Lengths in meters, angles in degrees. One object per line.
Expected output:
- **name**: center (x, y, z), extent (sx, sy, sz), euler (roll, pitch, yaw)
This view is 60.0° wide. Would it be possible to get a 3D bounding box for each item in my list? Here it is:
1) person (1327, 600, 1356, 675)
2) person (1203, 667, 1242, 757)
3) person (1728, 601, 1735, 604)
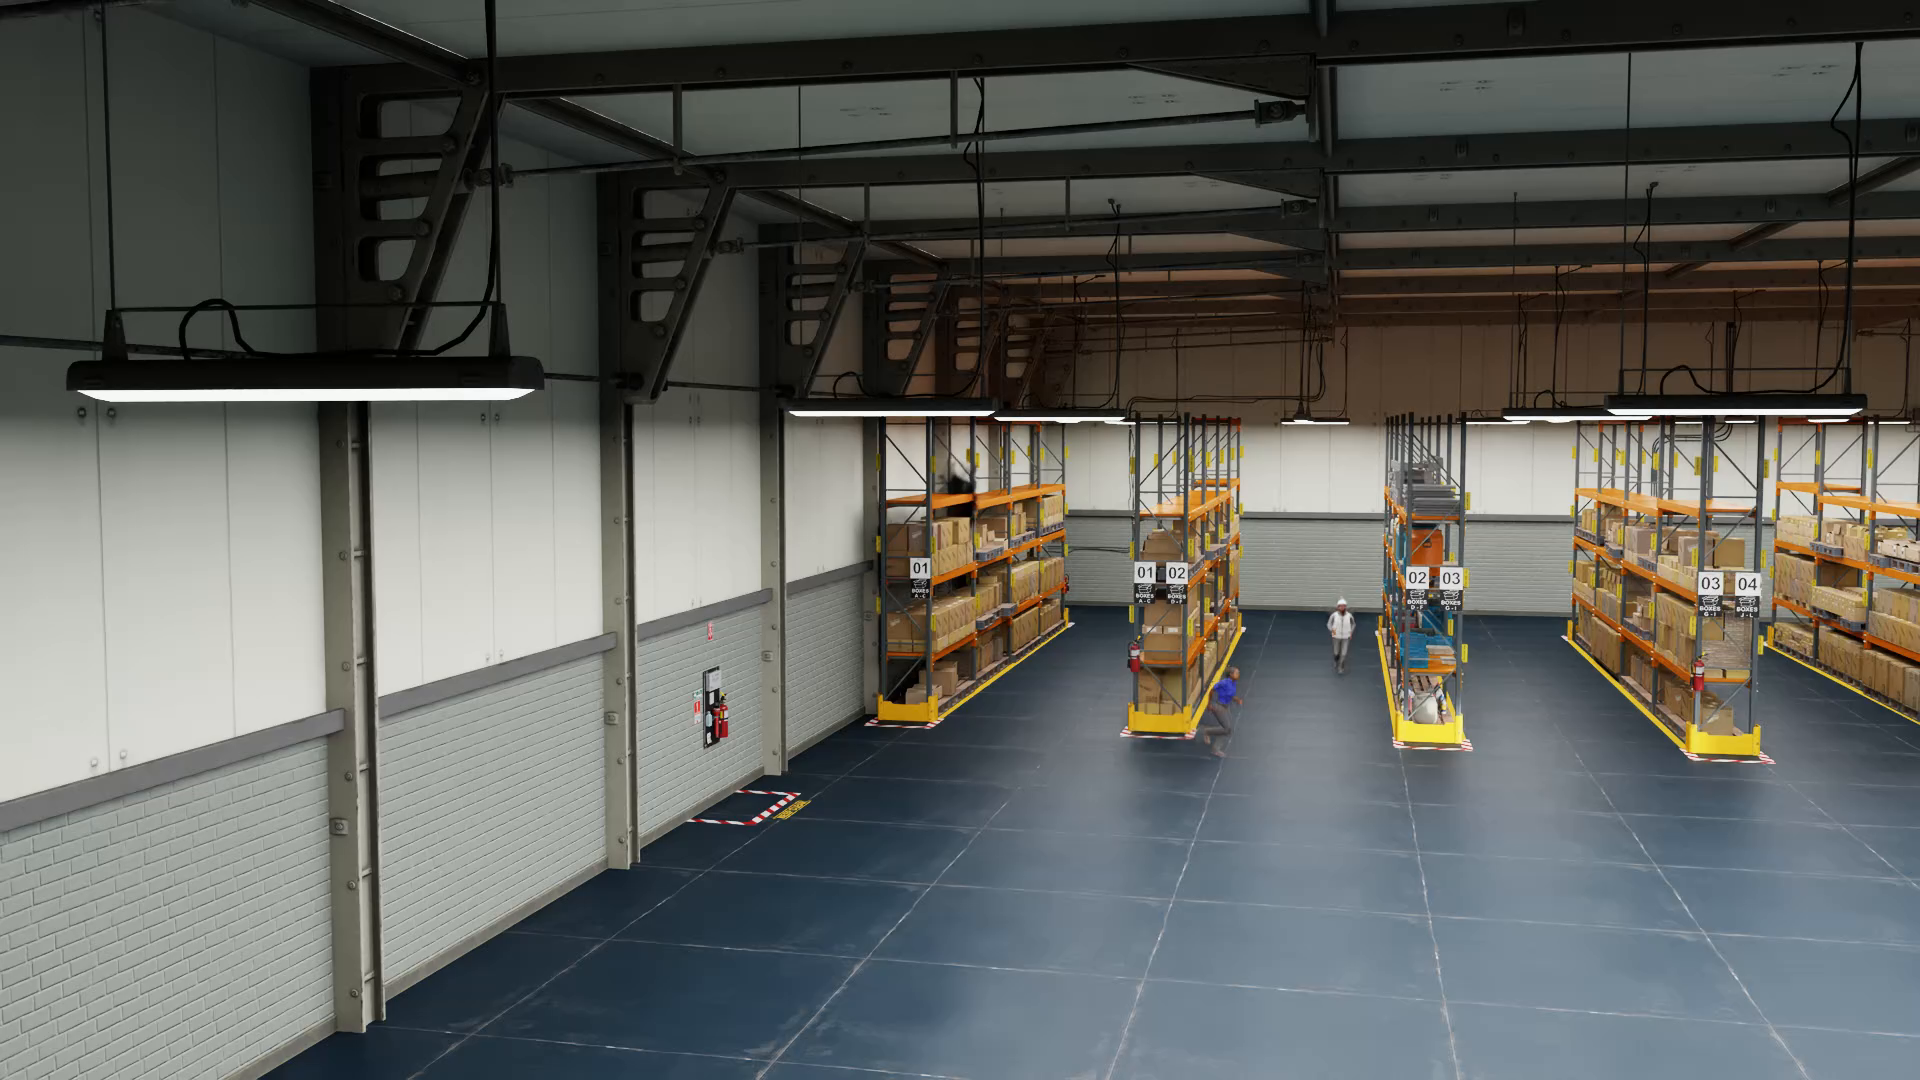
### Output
- **person**: center (8.862, 2.247, 38.603), extent (0.653, 1.726, 0.584), euler (1, 4, 10)
- **person**: center (4.595, 2.988, 29.025), extent (0.692, 1.586, 0.563), euler (2, 4, 30)
- **person**: center (19.859, 1.933, 43.231), extent (0.748, 1.806, 0.852), euler (3, 5, 35)
